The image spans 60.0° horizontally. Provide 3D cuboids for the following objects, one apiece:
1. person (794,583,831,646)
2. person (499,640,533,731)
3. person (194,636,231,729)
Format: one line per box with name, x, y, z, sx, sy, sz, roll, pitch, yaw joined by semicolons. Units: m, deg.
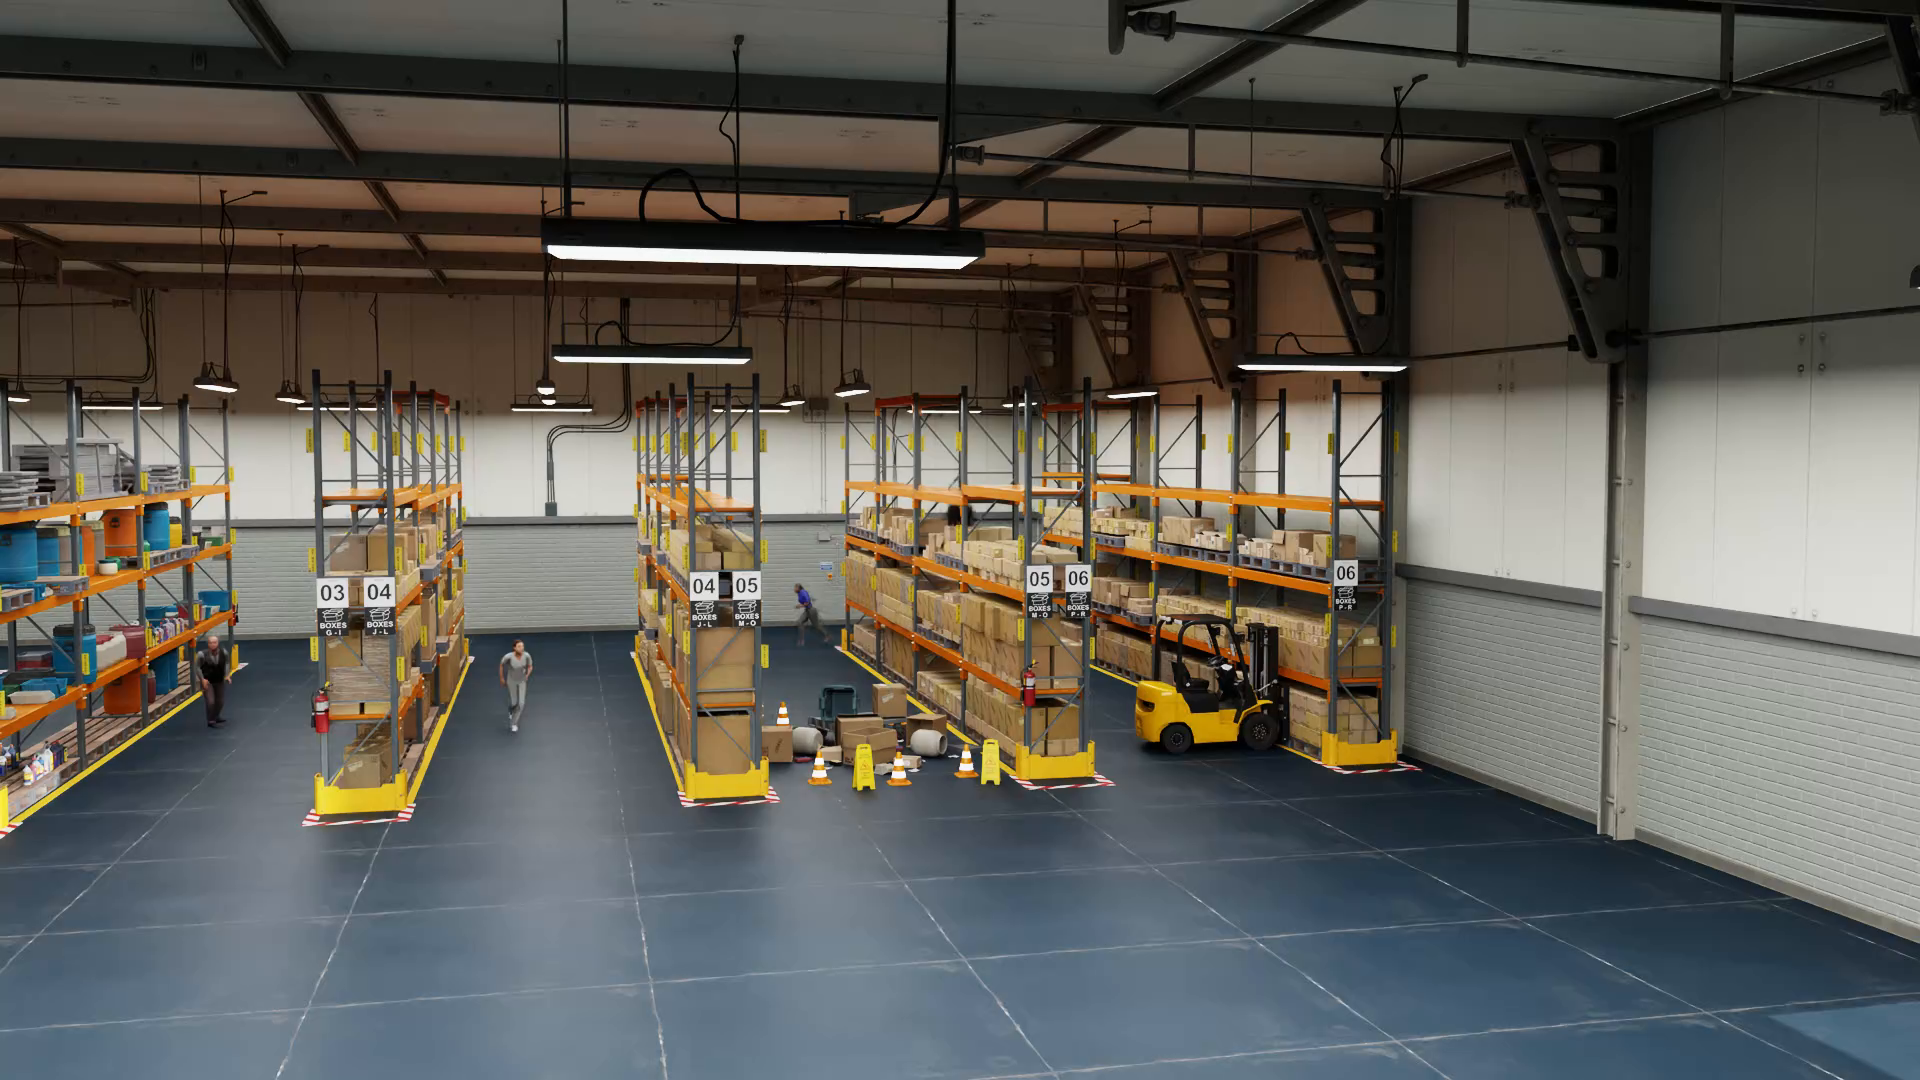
person;-3.691;1.862;41.382;0.921;1.616;0.623;-1;3;-18
person;-7.771;2.525;29.126;0.550;1.601;0.660;-2;4;-32
person;-13.181;2.499;29.282;0.764;1.669;0.654;3;4;41
